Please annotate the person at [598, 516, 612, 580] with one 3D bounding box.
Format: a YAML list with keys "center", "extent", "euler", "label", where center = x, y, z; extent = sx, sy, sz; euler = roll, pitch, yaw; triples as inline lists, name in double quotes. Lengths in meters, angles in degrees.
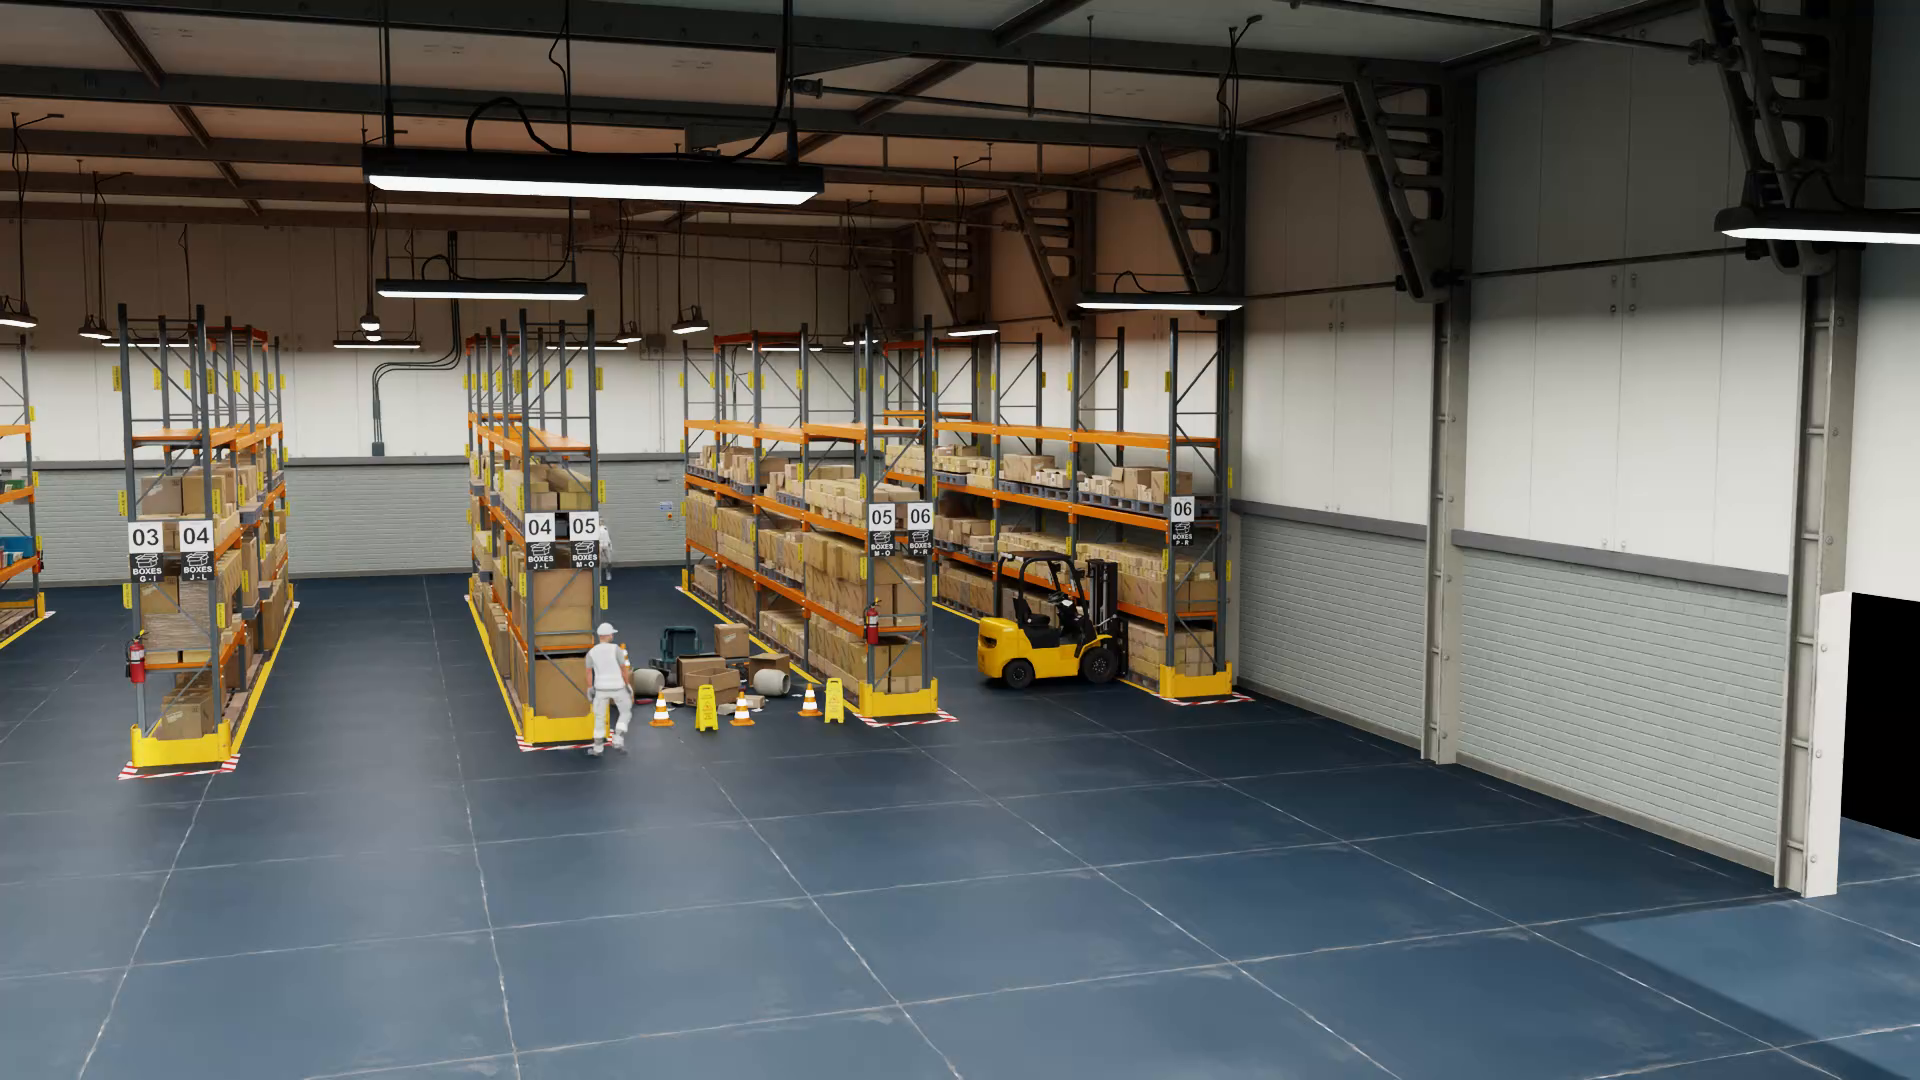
- center: [-8.987, 0.225, 41.718]
  extent: [0.543, 1.676, 0.489]
  euler: [-2, 6, -22]
  label: "person"

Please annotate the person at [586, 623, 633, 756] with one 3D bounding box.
- center: [-4.687, 2.001, 22.167]
  extent: [0.648, 1.789, 0.422]
  euler: [0, 5, -1]
  label: "person"
